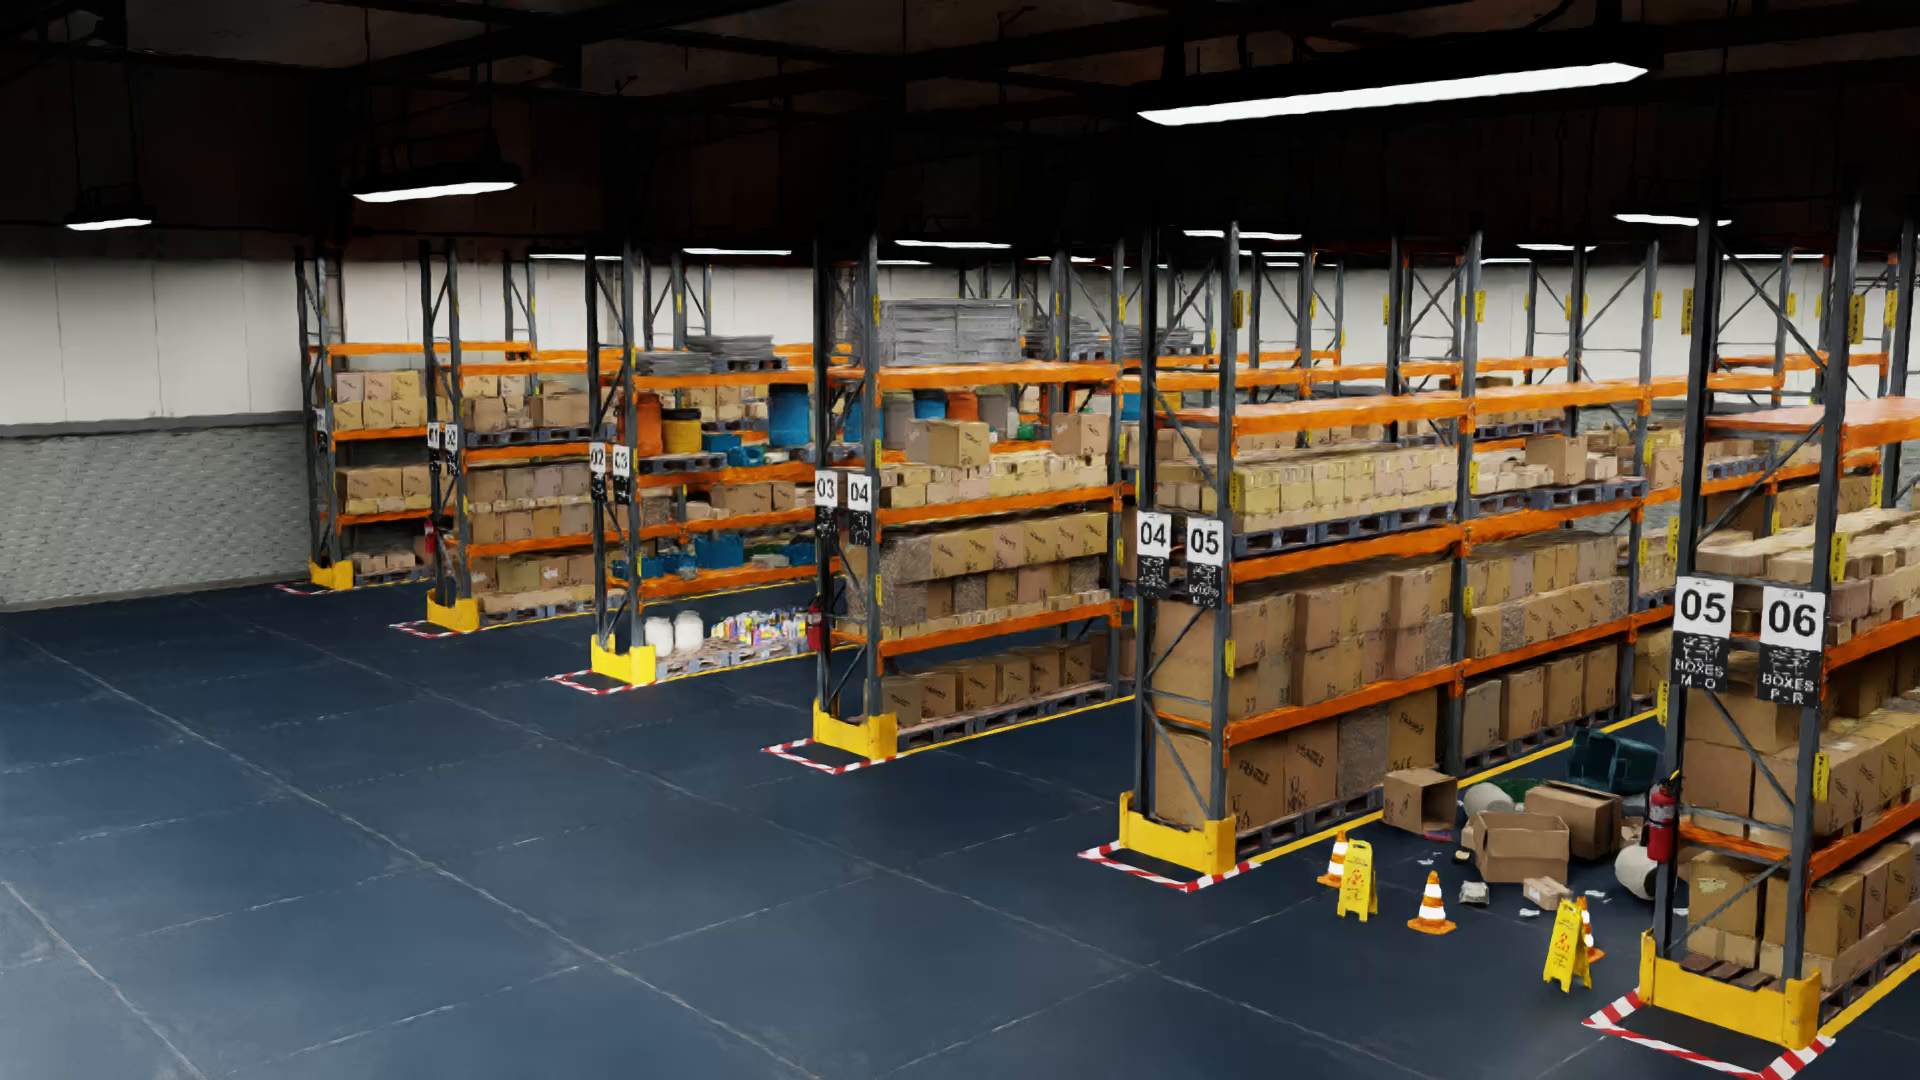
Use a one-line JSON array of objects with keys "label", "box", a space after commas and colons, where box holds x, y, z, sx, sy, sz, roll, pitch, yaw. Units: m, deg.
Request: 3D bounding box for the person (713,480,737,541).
[{"label": "person", "box": [-4.502, -0.331, 31.911, 0.529, 1.676, 0.682, -8, 12, -44]}]

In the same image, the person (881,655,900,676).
[{"label": "person", "box": [-1.004, 1.230, 21.334, 0.866, 1.655, 0.680, -6, 11, -37]}]
